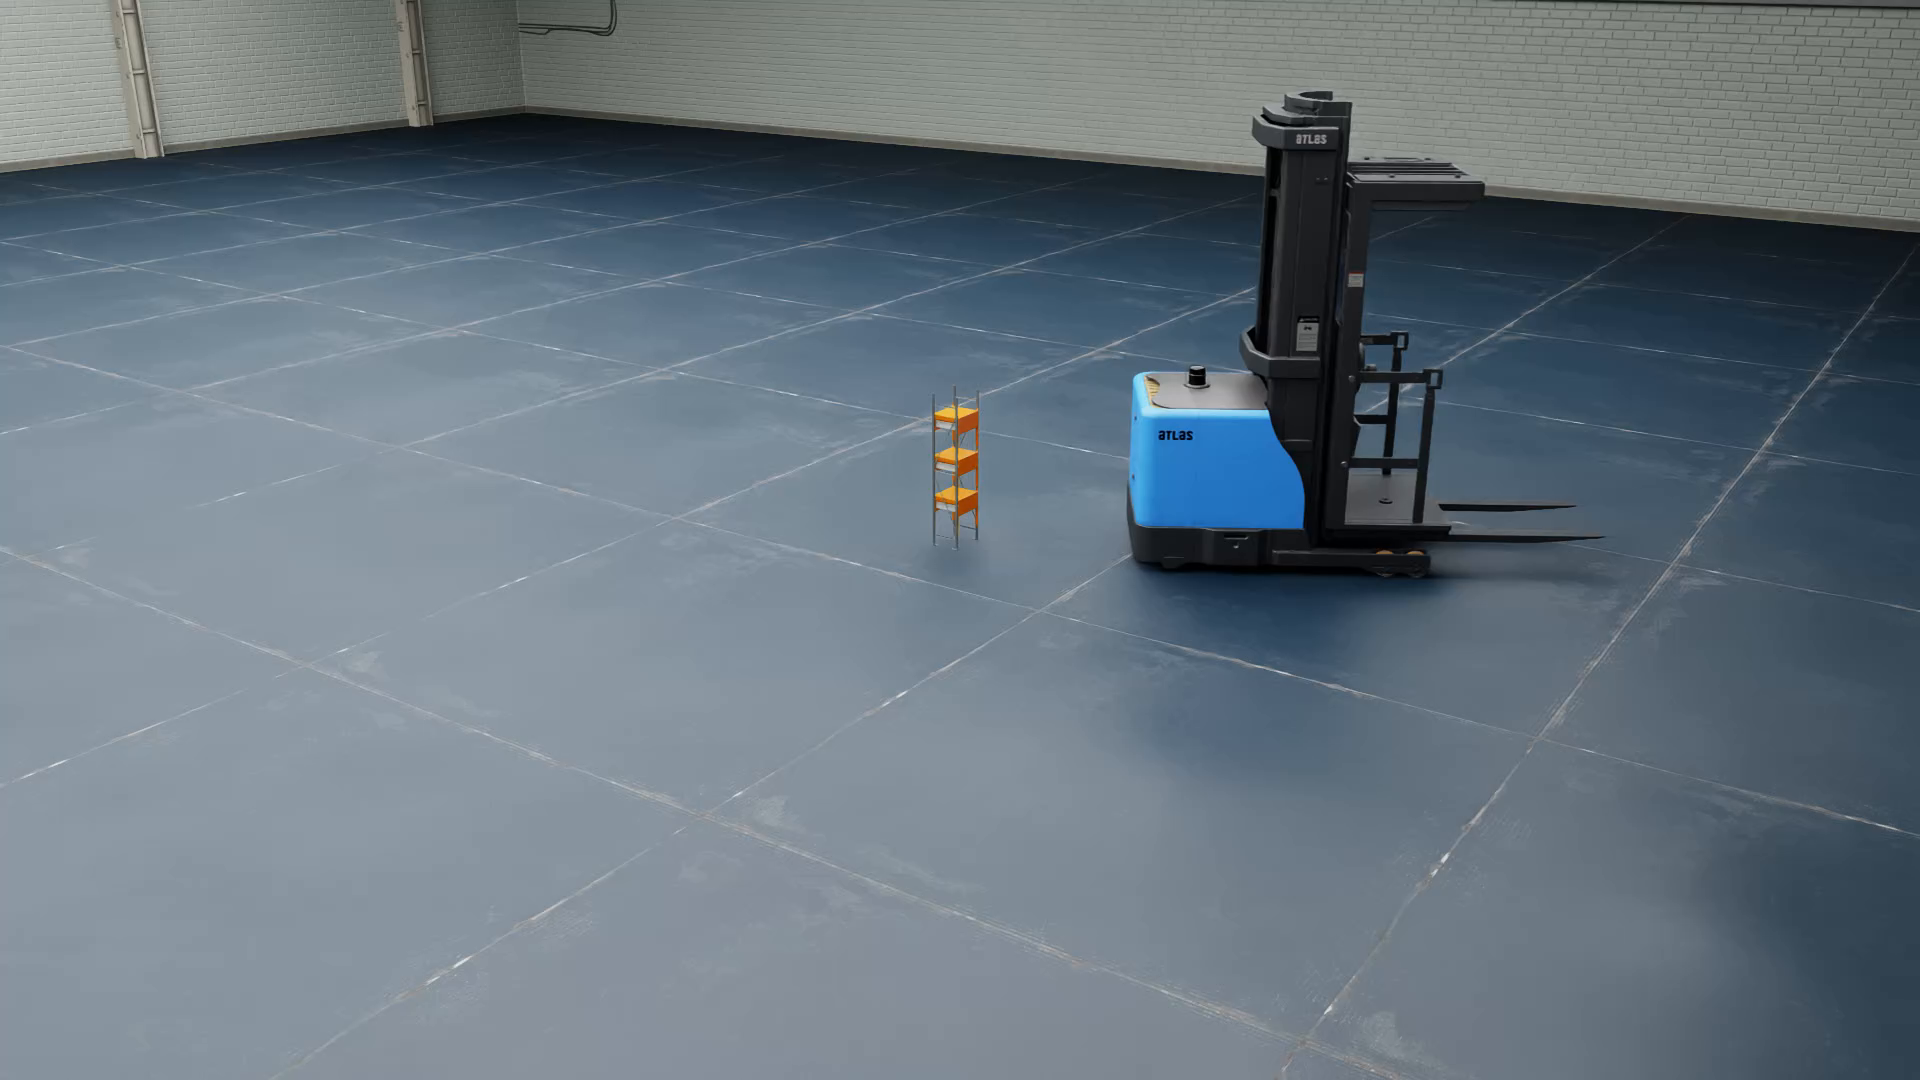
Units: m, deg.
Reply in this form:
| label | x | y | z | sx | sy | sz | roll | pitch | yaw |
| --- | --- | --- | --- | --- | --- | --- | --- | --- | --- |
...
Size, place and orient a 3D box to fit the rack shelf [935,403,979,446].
| label | x | y | z | sx | sy | sz | roll | pitch | yaw |
| --- | --- | --- | --- | --- | --- | --- | --- | --- | --- |
| rack shelf | -0.030 | -0.733 | 10.947 | 0.215 | 0.259 | 0.240 | 13 | 24 | 32 |

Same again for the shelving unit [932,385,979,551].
| label | x | y | z | sx | sy | sz | roll | pitch | yaw |
| --- | --- | --- | --- | --- | --- | --- | --- | --- | --- |
| shelving unit | -0.030 | -0.477 | 11.041 | 0.215 | 1.050 | 0.252 | 13 | 24 | 32 |

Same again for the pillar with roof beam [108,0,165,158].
| label | x | y | z | sx | sy | sz | roll | pitch | yaw |
| --- | --- | --- | --- | --- | --- | --- | --- | --- | --- |
| pillar with roof beam | -11.010 | -10.275 | 26.071 | 9.100 | 9.000 | 0.400 | 13 | 24 | 32 |

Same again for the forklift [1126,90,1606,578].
| label | x | y | z | sx | sy | sz | roll | pitch | yaw |
| --- | --- | --- | --- | --- | --- | --- | --- | --- | --- |
| forklift | 2.652 | -1.325 | 10.621 | 3.031 | 2.935 | 1.130 | 1 | 20 | 2 |

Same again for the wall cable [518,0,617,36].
| label | x | y | z | sx | sy | sz | roll | pitch | yaw |
| --- | --- | --- | --- | --- | --- | --- | --- | --- | --- |
| wall cable | -8.448 | -11.967 | 35.121 | 3.097 | 2.526 | 0.112 | 13 | 24 | 32 |

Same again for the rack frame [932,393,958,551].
| label | x | y | z | sx | sy | sz | roll | pitch | yaw |
| --- | --- | --- | --- | --- | --- | --- | --- | --- | --- |
| rack frame | -0.099 | -0.442 | 10.947 | 0.200 | 1.050 | 0.008 | 13 | 24 | 32 |

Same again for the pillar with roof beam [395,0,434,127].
| label | x | y | z | sx | sy | sz | roll | pitch | yaw |
| --- | --- | --- | --- | --- | --- | --- | --- | --- | --- |
| pillar with roof beam | -7.637 | -11.996 | 30.725 | 9.100 | 9.000 | 0.400 | 13 | 24 | 32 |

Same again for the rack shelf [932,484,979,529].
| label | x | y | z | sx | sy | sz | roll | pitch | yaw |
| --- | --- | --- | --- | --- | --- | --- | --- | --- | --- |
| rack shelf | -0.030 | -0.206 | 11.141 | 0.215 | 0.259 | 0.240 | 13 | 24 | 32 |

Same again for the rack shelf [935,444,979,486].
| label | x | y | z | sx | sy | sz | roll | pitch | yaw |
| --- | --- | --- | --- | --- | --- | --- | --- | --- | --- |
| rack shelf | -0.030 | -0.467 | 11.045 | 0.215 | 0.259 | 0.240 | 13 | 24 | 32 |

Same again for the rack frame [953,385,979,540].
| label | x | y | z | sx | sy | sz | roll | pitch | yaw |
| --- | --- | --- | --- | --- | --- | --- | --- | --- | --- |
| rack frame | 0.038 | -0.512 | 11.136 | 0.200 | 1.050 | 0.008 | 13 | 24 | 32 |
